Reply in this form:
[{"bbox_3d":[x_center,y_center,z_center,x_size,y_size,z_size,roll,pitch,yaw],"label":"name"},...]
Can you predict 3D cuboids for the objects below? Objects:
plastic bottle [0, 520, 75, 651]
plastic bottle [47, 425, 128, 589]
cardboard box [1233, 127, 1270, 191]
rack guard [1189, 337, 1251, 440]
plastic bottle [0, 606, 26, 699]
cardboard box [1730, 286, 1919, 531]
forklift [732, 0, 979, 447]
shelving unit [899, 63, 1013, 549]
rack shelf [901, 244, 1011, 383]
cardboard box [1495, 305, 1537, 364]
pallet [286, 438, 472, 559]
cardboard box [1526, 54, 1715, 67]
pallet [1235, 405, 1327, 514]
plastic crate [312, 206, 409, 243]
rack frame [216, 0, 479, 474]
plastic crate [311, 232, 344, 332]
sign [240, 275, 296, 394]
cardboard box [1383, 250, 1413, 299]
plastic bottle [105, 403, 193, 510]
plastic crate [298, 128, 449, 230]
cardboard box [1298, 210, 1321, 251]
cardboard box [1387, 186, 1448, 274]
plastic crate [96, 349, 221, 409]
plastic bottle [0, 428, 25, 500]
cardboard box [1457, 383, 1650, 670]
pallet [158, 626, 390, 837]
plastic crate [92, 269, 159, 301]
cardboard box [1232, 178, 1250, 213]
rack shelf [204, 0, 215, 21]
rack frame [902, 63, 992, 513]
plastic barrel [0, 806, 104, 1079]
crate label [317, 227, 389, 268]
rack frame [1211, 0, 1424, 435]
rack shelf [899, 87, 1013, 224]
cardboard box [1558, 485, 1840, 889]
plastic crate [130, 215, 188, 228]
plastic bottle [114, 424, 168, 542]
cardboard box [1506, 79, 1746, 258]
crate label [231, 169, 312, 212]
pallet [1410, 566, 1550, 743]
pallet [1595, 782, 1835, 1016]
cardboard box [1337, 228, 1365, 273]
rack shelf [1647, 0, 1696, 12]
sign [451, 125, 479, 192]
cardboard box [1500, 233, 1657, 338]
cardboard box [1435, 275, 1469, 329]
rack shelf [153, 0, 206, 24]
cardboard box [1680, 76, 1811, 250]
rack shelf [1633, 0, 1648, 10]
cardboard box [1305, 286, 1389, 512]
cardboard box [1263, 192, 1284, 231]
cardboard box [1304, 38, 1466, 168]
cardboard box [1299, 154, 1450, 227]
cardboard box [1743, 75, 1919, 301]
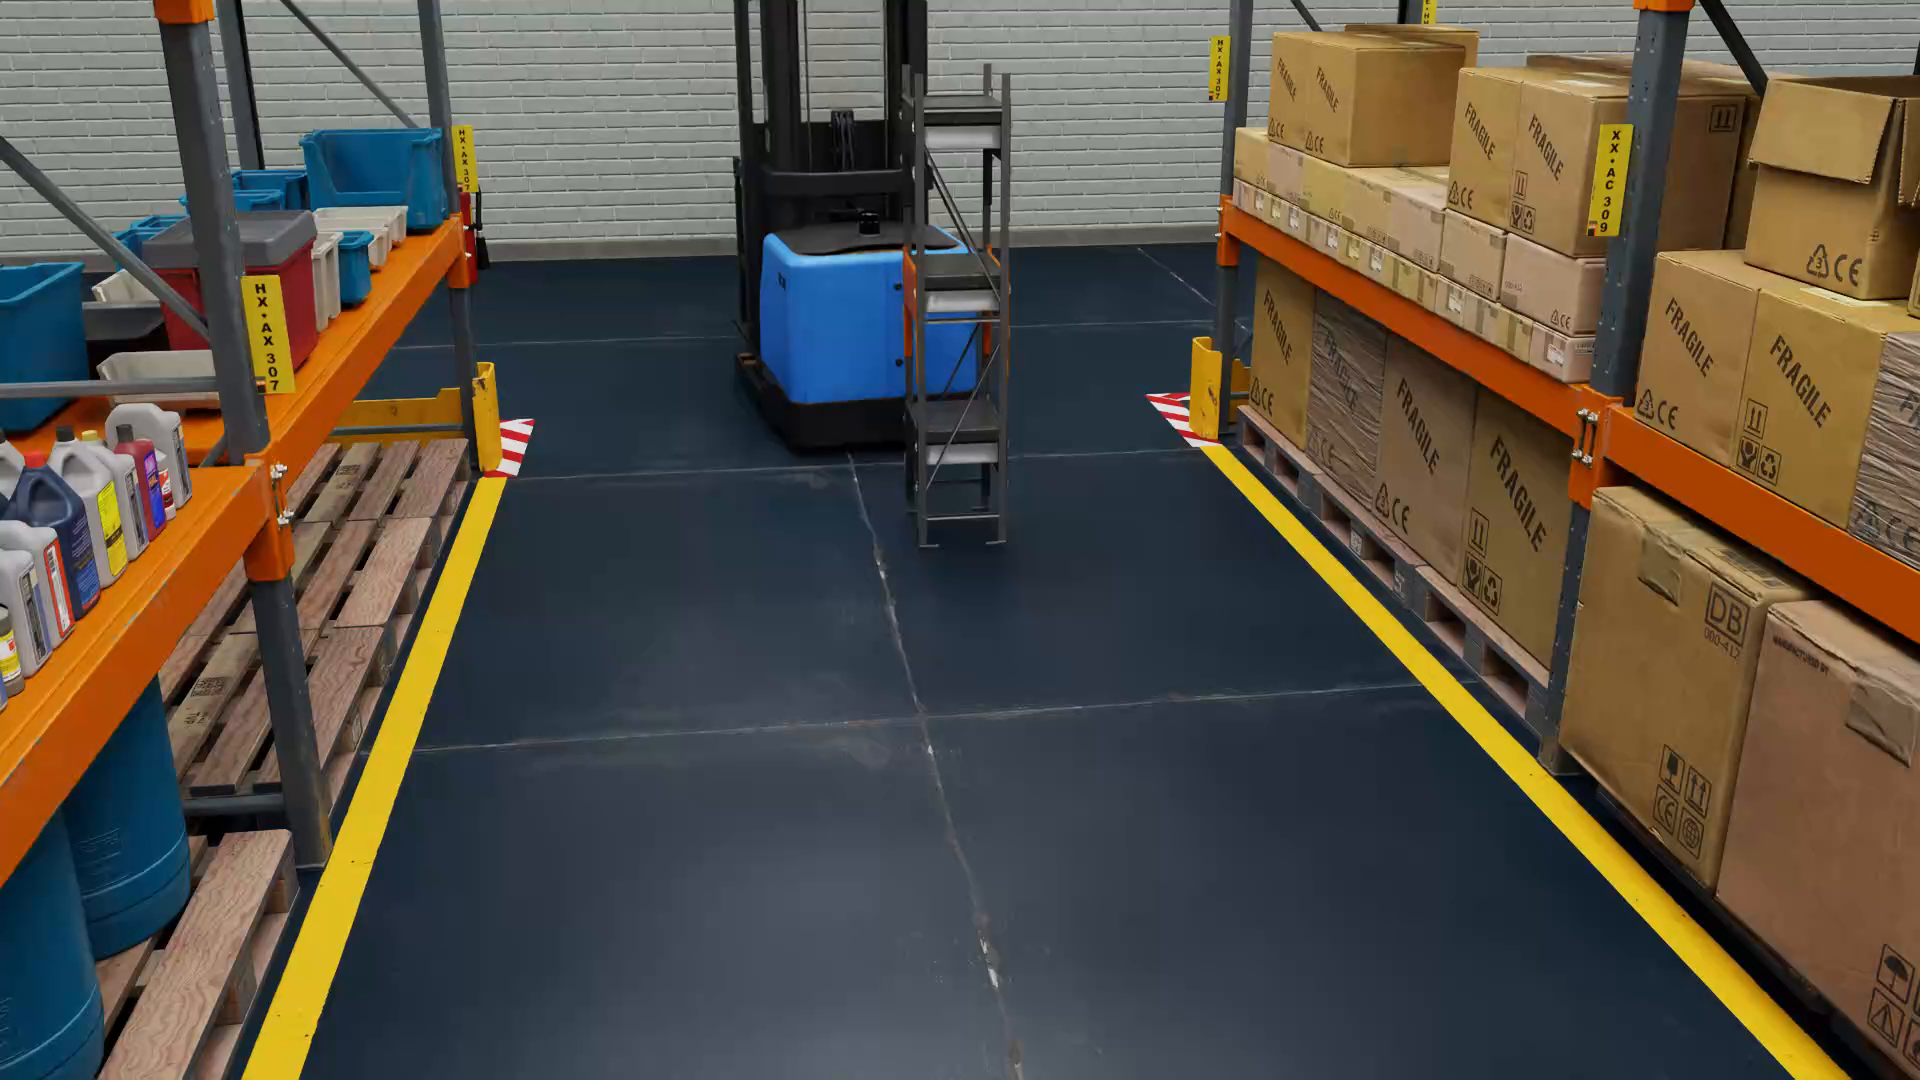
[{"bbox_3d":[-1.925,0.079,3.395,0.152,0.276,0.135,-3,21,-8],"label":"plastic bottle"},{"bbox_3d":[-1.970,-0.076,3.702,0.144,0.351,0.185,-3,21,-8],"label":"plastic bottle"},{"bbox_3d":[1.700,-1.924,8.371,0.500,0.250,0.500,-3,21,-9],"label":"cardboard box"},{"bbox_3d":[1.895,-0.873,9.338,1.175,0.500,0.348,-3,21,-8],"label":"rack guard"},{"bbox_3d":[-1.861,0.199,3.180,0.097,0.201,0.097,0,20,0],"label":"plastic bottle"},{"bbox_3d":[2.367,-0.351,4.226,0.500,0.500,0.500,-3,21,-8],"label":"cardboard box"},{"bbox_3d":[-0.789,-2.348,9.815,1.130,2.935,3.031,-6,21,-15],"label":"forklift"},{"bbox_3d":[-0.024,-1.041,7.502,0.431,2.100,0.503,-3,21,-8],"label":"shelving unit"},{"bbox_3d":[-0.024,-1.028,7.507,0.431,0.518,0.480,-3,21,-8],"label":"rack shelf"},{"bbox_3d":[2.069,-0.711,5.692,0.380,0.149,0.250,-3,21,-7],"label":"cardboard box"},{"bbox_3d":[-2.923,-0.192,7.927,1.003,0.211,1.213,-3,21,-8],"label":"pallet"},{"bbox_3d":[2.516,-1.600,6.431,0.500,0.500,0.500,-4,21,-9],"label":"cardboard box"},{"bbox_3d":[2.091,-0.456,8.635,1.003,0.211,1.213,-3,21,-8],"label":"pallet"},{"bbox_3d":[-2.706,-1.417,7.513,0.396,0.136,0.243,-3,21,-8],"label":"plastic crate"},{"bbox_3d":[-3.003,-1.785,8.209,1.000,3.000,0.127,-3,21,-8],"label":"rack frame"},{"bbox_3d":[-2.464,-0.911,5.952,0.437,0.282,0.530,-3,21,-8],"label":"plastic crate"},{"bbox_3d":[-1.882,-0.557,4.525,0.100,0.325,0.005,-3,21,-8],"label":"sign"},{"bbox_3d":[1.921,-1.067,6.644,0.380,0.149,0.250,-3,21,-9],"label":"cardboard box"},{"bbox_3d":[-2.050,-0.222,4.201,0.152,0.276,0.135,-3,21,-8],"label":"plastic bottle"},{"bbox_3d":[-2.770,-1.724,7.907,0.616,0.435,0.499,-3,21,-8],"label":"plastic crate"},{"bbox_3d":[1.773,-1.422,7.596,0.380,0.149,0.250,-3,21,-9],"label":"cardboard box"},{"bbox_3d":[2.001,-1.215,6.471,0.500,0.250,0.500,-2,21,-7],"label":"cardboard box"},{"bbox_3d":[-2.352,-0.473,4.988,0.396,0.136,0.243,-3,21,-8],"label":"plastic crate"},{"bbox_3d":[-2.113,-0.068,3.682,0.144,0.351,0.185,-3,21,-8],"label":"plastic bottle"},{"bbox_3d":[2.459,-0.084,6.091,0.875,0.875,0.875,-3,21,-8],"label":"cardboard box"},{"bbox_3d":[-2.571,0.653,5.666,1.003,0.211,1.213,-3,21,-8],"label":"pallet"},{"bbox_3d":[-2.975,-0.893,6.111,0.293,0.136,0.466,-3,21,-8],"label":"plastic crate"},{"bbox_3d":[1.623,-1.778,8.548,0.380,0.149,0.250,-3,21,-7],"label":"cardboard box"},{"bbox_3d":[-2.715,-2.161,5.956,1.077,0.370,4.000,-3,21,-8],"label":"rack shelf"},{"bbox_3d":[-0.059,-1.125,7.728,0.400,2.100,0.015,-3,21,-8],"label":"rack frame"},{"bbox_3d":[-2.263,0.820,3.632,0.600,0.901,0.708,-3,21,-8],"label":"plastic barrel"},{"bbox_3d":[-2.615,-1.220,6.988,0.396,0.136,0.243,-3,21,-8],"label":"crate label"},{"bbox_3d":[1.898,-2.035,8.878,1.000,3.000,0.127,-3,21,-8],"label":"rack frame"},{"bbox_3d":[-0.024,-1.684,7.262,0.431,0.518,0.480,-3,21,-8],"label":"rack shelf"},{"bbox_3d":[2.587,0.369,4.878,1.225,0.875,0.875,-3,21,-8],"label":"cardboard box"},{"bbox_3d":[-3.104,-1.177,6.734,0.416,0.233,0.300,-3,21,-8],"label":"plastic crate"},{"bbox_3d":[-1.971,-0.148,3.992,0.061,0.283,0.133,-3,21,-8],"label":"plastic bottle"},{"bbox_3d":[2.144,-1.216,5.403,0.500,0.500,0.500,-2,21,-6],"label":"cardboard box"},{"bbox_3d":[-3.293,-1.633,7.955,0.416,0.233,0.303,-3,21,-8],"label":"crate label"},{"bbox_3d":[2.442,0.389,6.373,1.003,0.211,1.213,-3,21,-8],"label":"pallet"},{"bbox_3d":[2.660,0.919,4.953,1.003,0.211,1.213,-3,21,-8],"label":"pallet"},{"bbox_3d":[1.846,-1.245,7.123,0.380,0.149,0.250,-3,21,-9],"label":"cardboard box"},{"bbox_3d":[2.763,-1.026,2.917,1.077,0.370,4.000,-3,21,-8],"label":"rack shelf"},{"bbox_3d":[-2.461,-1.895,8.270,0.100,0.325,0.005,-3,21,-8],"label":"sign"},{"bbox_3d":[2.151,-0.859,5.518,0.500,0.250,0.500,-3,21,-9],"label":"cardboard box"},{"bbox_3d":[1.995,-0.889,6.167,0.380,0.149,0.250,-3,21,-7],"label":"cardboard box"},{"bbox_3d":[-2.138,-0.776,2.248,1.077,0.370,4.000,-3,21,-8],"label":"rack shelf"},{"bbox_3d":[2.659,-1.249,5.492,0.500,0.500,0.500,-3,21,-8],"label":"cardboard box"},{"bbox_3d":[2.186,-2.411,6.625,1.077,0.370,4.000,-3,21,-8],"label":"rack shelf"},{"bbox_3d":[2.201,-0.704,7.750,0.875,0.875,0.875,-3,21,-8],"label":"cardboard box"},{"bbox_3d":[1.698,-1.601,8.073,0.380,0.149,0.250,-3,21,-9],"label":"cardboard box"},{"bbox_3d":[1.853,-1.924,7.297,0.500,0.500,0.500,-3,21,-9],"label":"cardboard box"},{"bbox_3d":[1.850,-1.571,7.424,0.500,0.250,0.500,-4,21,-10],"label":"cardboard box"},{"bbox_3d":[2.575,-0.946,4.386,0.797,0.503,0.637,-3,21,-9],"label":"cardboard box"}]
